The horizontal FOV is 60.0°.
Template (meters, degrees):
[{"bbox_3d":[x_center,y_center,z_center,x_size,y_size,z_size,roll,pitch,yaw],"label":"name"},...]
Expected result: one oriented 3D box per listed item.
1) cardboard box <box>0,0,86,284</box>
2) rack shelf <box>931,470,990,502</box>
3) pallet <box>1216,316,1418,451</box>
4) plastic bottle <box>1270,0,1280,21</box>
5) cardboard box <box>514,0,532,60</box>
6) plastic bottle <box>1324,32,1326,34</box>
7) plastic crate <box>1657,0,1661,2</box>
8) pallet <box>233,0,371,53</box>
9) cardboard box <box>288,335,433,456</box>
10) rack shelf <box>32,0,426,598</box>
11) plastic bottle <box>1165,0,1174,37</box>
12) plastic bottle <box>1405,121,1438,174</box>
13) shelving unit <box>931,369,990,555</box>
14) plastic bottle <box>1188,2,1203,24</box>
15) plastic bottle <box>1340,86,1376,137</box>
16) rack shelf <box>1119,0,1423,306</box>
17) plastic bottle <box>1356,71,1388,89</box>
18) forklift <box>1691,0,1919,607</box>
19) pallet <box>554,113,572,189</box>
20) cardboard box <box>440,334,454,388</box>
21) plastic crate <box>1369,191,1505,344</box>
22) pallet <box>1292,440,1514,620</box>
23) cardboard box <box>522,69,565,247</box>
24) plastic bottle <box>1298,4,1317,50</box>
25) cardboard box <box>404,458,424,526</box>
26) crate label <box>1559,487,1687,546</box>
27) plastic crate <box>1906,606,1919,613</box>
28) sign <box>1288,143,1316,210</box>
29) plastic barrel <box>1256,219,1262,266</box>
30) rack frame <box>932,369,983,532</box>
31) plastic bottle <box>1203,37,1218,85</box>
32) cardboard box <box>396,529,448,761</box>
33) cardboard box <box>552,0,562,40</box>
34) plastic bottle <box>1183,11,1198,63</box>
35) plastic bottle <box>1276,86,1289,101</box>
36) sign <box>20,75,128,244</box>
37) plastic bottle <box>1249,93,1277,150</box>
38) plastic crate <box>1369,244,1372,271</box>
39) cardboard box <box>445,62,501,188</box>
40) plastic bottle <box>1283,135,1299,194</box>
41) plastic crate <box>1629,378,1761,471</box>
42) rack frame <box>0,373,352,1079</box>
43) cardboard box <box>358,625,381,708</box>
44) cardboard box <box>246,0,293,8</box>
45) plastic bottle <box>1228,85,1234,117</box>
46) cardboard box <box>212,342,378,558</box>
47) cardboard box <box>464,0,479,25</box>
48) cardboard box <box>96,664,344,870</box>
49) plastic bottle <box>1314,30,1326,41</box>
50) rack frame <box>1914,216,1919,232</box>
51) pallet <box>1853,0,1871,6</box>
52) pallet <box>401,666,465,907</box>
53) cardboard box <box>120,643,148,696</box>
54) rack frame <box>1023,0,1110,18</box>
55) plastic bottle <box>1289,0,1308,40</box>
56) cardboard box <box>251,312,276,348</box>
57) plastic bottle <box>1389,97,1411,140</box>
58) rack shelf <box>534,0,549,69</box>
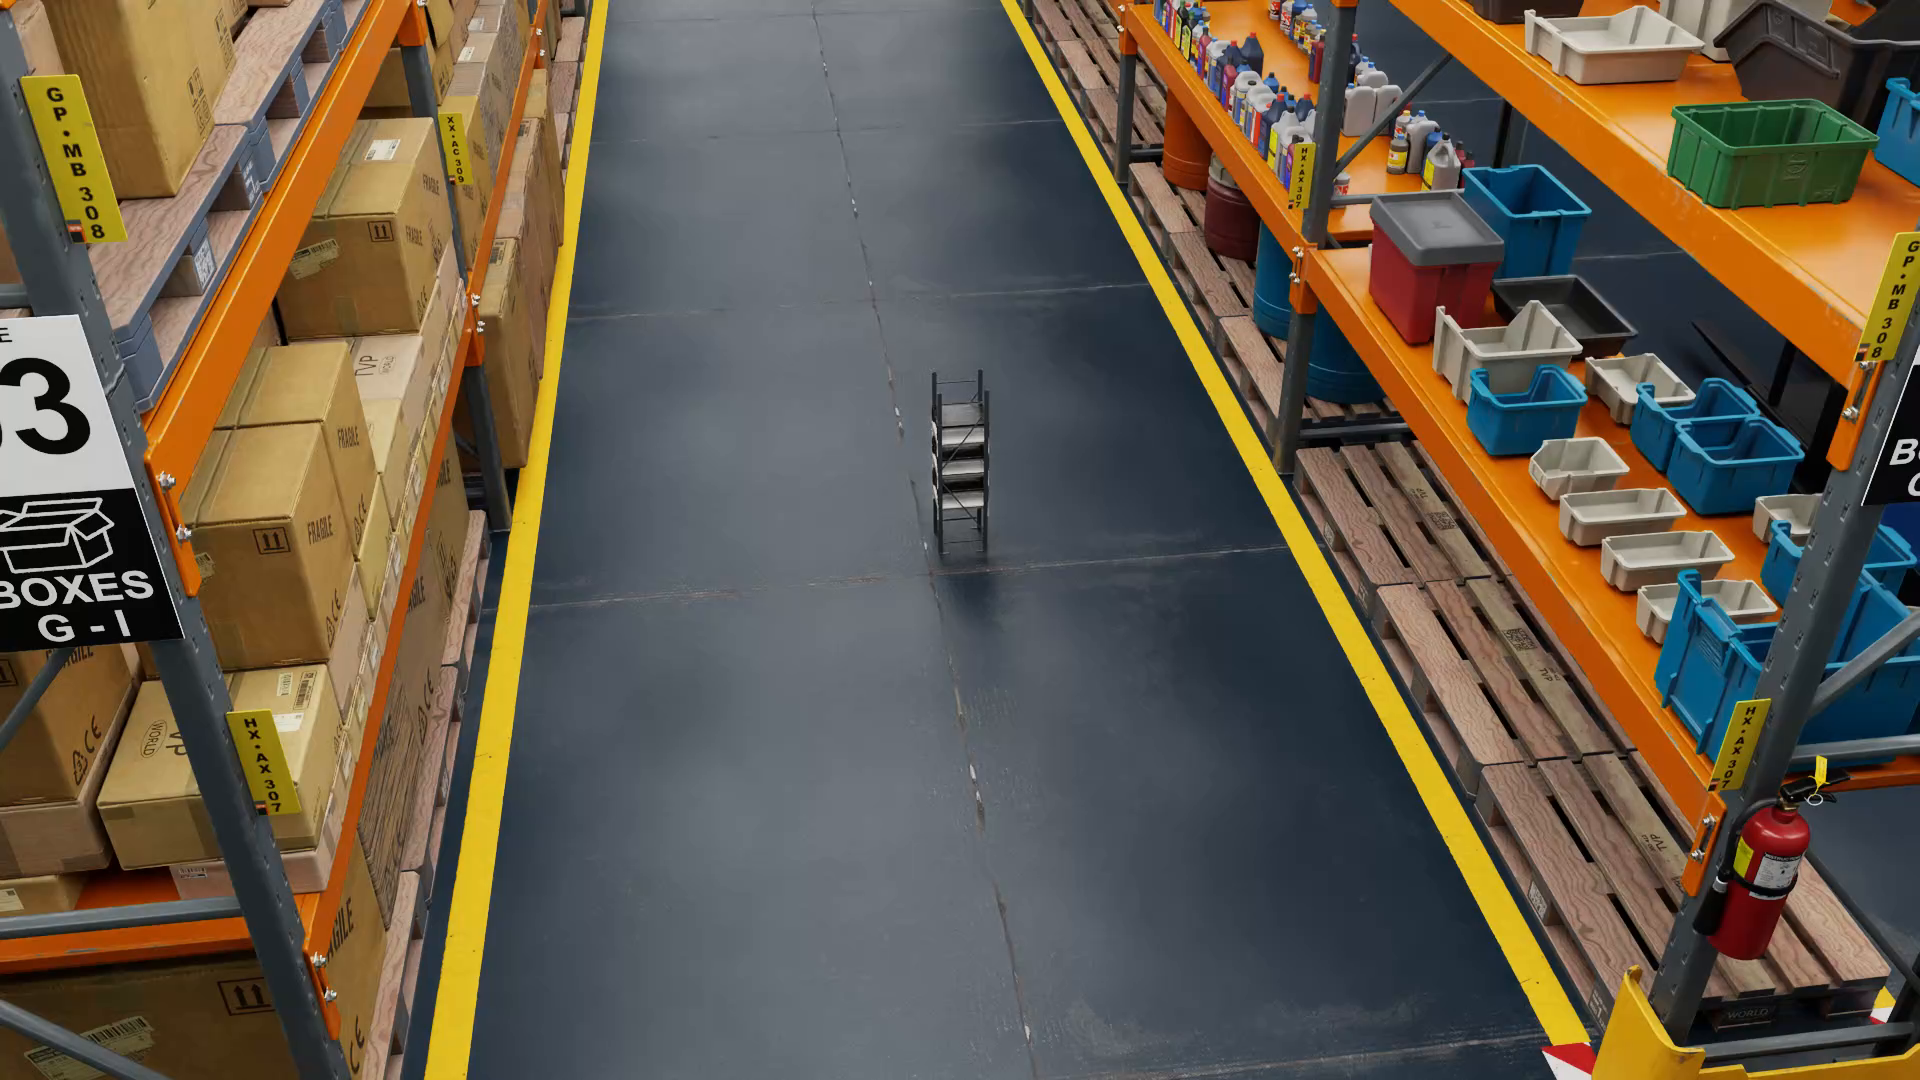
[{"bbox_3d":[-2.332,-0.820,3.575,0.700,0.500,0.500,-6,35,-9],"label":"cardboard box"},{"bbox_3d":[0.001,-0.265,8.059,0.258,0.077,0.200,-4,35,-6],"label":"rack shelf"},{"bbox_3d":[2.099,-0.926,9.422,1.003,0.211,1.213,-4,35,-6],"label":"pallet"},{"bbox_3d":[2.098,-3.536,10.951,0.097,0.201,0.097,0,34,0],"label":"plastic bottle"},{"bbox_3d":[-2.973,-3.287,10.320,0.500,0.500,0.500,-3,34,-5],"label":"cardboard box"},{"bbox_3d":[2.234,-2.934,9.935,0.144,0.351,0.185,-4,35,-6],"label":"plastic bottle"},{"bbox_3d":[2.709,-2.095,6.231,0.293,0.136,0.466,-4,35,-6],"label":"plastic crate"},{"bbox_3d":[-2.647,-2.015,5.959,1.003,0.211,1.213,-4,35,-6],"label":"pallet"},{"bbox_3d":[-2.287,-0.531,6.234,0.500,0.250,0.500,-4,34,-5],"label":"cardboard box"},{"bbox_3d":[-2.478,-1.096,5.170,1.077,0.370,4.000,-4,35,-6],"label":"rack shelf"},{"bbox_3d":[1.360,-3.376,10.644,0.061,0.283,0.133,-4,35,-6],"label":"plastic bottle"},{"bbox_3d":[2.427,-2.085,8.756,0.152,0.276,0.135,-4,35,-6],"label":"plastic bottle"},{"bbox_3d":[0.001,-0.367,7.990,0.258,0.900,0.210,-4,35,-6],"label":"shelving unit"},{"bbox_3d":[1.472,-3.238,10.451,0.097,0.271,0.097,0,34,0],"label":"plastic bottle"},{"bbox_3d":[2.201,-2.386,9.198,0.152,0.276,0.135,-4,35,-6],"label":"plastic bottle"},{"bbox_3d":[1.892,-2.464,9.840,1.077,0.370,4.000,-4,35,-6],"label":"rack shelf"},{"bbox_3d":[2.321,-2.527,9.405,0.152,0.276,0.135,-4,35,-6],"label":"plastic bottle"},{"bbox_3d":[4.742,-1.495,7.840,1.130,2.935,3.031,-2,34,-4],"label":"forklift"},{"bbox_3d":[-3.388,-2.786,12.150,1.003,0.211,1.213,-4,35,-6],"label":"pallet"},{"bbox_3d":[-2.312,-0.734,6.886,0.380,0.149,0.250,-5,35,-7],"label":"cardboard box"},{"bbox_3d":[2.033,-1.179,7.206,0.402,0.464,0.583,-4,35,-6],"label":"plastic crate"},{"bbox_3d":[2.298,-0.085,8.188,1.003,0.211,1.213,-4,35,-6],"label":"pallet"},{"bbox_3d":[-3.213,-2.411,10.638,1.225,0.875,0.875,-6,35,-9],"label":"cardboard box"},{"bbox_3d":[2.181,-3.219,10.424,0.097,0.271,0.097,0,34,0],"label":"plastic bottle"},{"bbox_3d":[-2.175,-0.161,6.046,0.380,0.149,0.250,-4,34,-6],"label":"cardboard box"},{"bbox_3d":[2.324,-0.086,5.894,0.396,0.136,0.243,-4,35,-6],"label":"crate label"},{"bbox_3d":[3.031,0.323,5.293,0.250,0.136,0.298,-4,35,-6],"label":"plastic crate"},{"bbox_3d":[1.616,-1.719,7.863,0.100,0.325,0.005,-4,35,-6],"label":"sign"},{"bbox_3d":[2.022,-1.812,10.082,0.421,0.512,0.421,0,34,0],"label":"plastic barrel"},{"bbox_3d":[-0.013,-0.424,8.073,0.240,0.900,0.006,-4,35,-6],"label":"rack frame"},{"bbox_3d":[1.505,-2.847,9.878,0.097,0.271,0.097,0,34,0],"label":"plastic bottle"},{"bbox_3d":[-2.616,0.311,6.644,0.875,0.875,0.875,-4,35,-6],"label":"cardboard box"},{"bbox_3d":[-3.762,-4.539,14.075,0.700,0.500,0.500,-7,35,-10],"label":"cardboard box"},{"bbox_3d":[1.427,-3.098,10.236,0.061,0.283,0.133,-4,35,-6],"label":"plastic bottle"},{"bbox_3d":[1.774,-2.367,9.175,0.097,0.271,0.097,0,34,0],"label":"plastic bottle"},{"bbox_3d":[-1.658,-0.710,3.118,0.100,0.325,0.005,-4,35,-6],"label":"sign"},{"bbox_3d":[1.671,-2.274,9.034,0.152,0.276,0.135,-4,35,-6],"label":"plastic bottle"},{"bbox_3d":[2.082,-1.290,7.661,0.396,0.136,0.243,-4,35,-6],"label":"plastic crate"},{"bbox_3d":[-2.696,-2.147,8.647,0.500,0.500,0.500,-5,35,-7],"label":"cardboard box"},{"bbox_3d":[1.711,-1.918,8.504,0.061,0.283,0.133,-4,35,-6],"label":"plastic bottle"},{"bbox_3d":[2.775,-0.433,6.318,0.416,0.233,0.300,-4,35,-6],"label":"plastic crate"},{"bbox_3d":[-2.209,0.962,4.174,1.000,3.000,0.127,-4,35,-6],"label":"rack frame"},{"bbox_3d":[-2.037,0.412,5.205,0.380,0.149,0.250,-5,35,-7],"label":"cardboard box"},{"bbox_3d":[-2.514,-2.033,5.355,0.700,0.500,0.500,-3,34,-4],"label":"cardboard box"},{"bbox_3d":[1.579,-2.511,9.447,0.097,0.201,0.097,0,34,0],"label":"plastic bottle"},{"bbox_3d":[-2.149,-0.265,5.178,0.500,0.500,0.500,-5,35,-8],"label":"cardboard box"},{"bbox_3d":[-3.118,-3.185,9.280,0.797,0.503,0.637,-4,34,-5],"label":"cardboard box"},{"bbox_3d":[-2.006,0.613,4.556,0.500,0.250,0.500,-5,35,-8],"label":"cardboard box"},{"bbox_3d":[2.220,-3.027,10.204,0.097,0.201,0.097,0,34,0],"label":"plastic bottle"},{"bbox_3d":[2.699,-1.892,3.035,1.000,3.000,0.127,-4,35,-6],"label":"rack frame"},{"bbox_3d":[6.693,-3.798,11.330,1.213,0.211,1.003,-4,35,-6],"label":"pallet"},{"bbox_3d":[-2.555,0.995,6.603,1.003,0.211,1.213,-4,35,-6],"label":"pallet"},{"bbox_3d":[-2.605,0.368,4.916,0.500,0.250,0.500,-5,35,-7],"label":"cardboard box"},{"bbox_3d":[1.085,-6.109,14.551,1.000,3.000,0.127,-4,35,-6],"label":"rack frame"},{"bbox_3d":[2.155,-3.327,10.583,0.097,0.271,0.097,0,34,0],"label":"plastic bottle"},{"bbox_3d":[-2.803,-0.789,5.947,0.500,0.500,0.500,-5,35,-8],"label":"cardboard box"},{"bbox_3d":[2.415,-2.329,9.108,0.061,0.283,0.133,-4,35,-6],"label":"plastic bottle"},{"bbox_3d":[-3.554,-4.321,12.565,1.077,0.370,4.000,-4,35,-6],"label":"rack shelf"}]
